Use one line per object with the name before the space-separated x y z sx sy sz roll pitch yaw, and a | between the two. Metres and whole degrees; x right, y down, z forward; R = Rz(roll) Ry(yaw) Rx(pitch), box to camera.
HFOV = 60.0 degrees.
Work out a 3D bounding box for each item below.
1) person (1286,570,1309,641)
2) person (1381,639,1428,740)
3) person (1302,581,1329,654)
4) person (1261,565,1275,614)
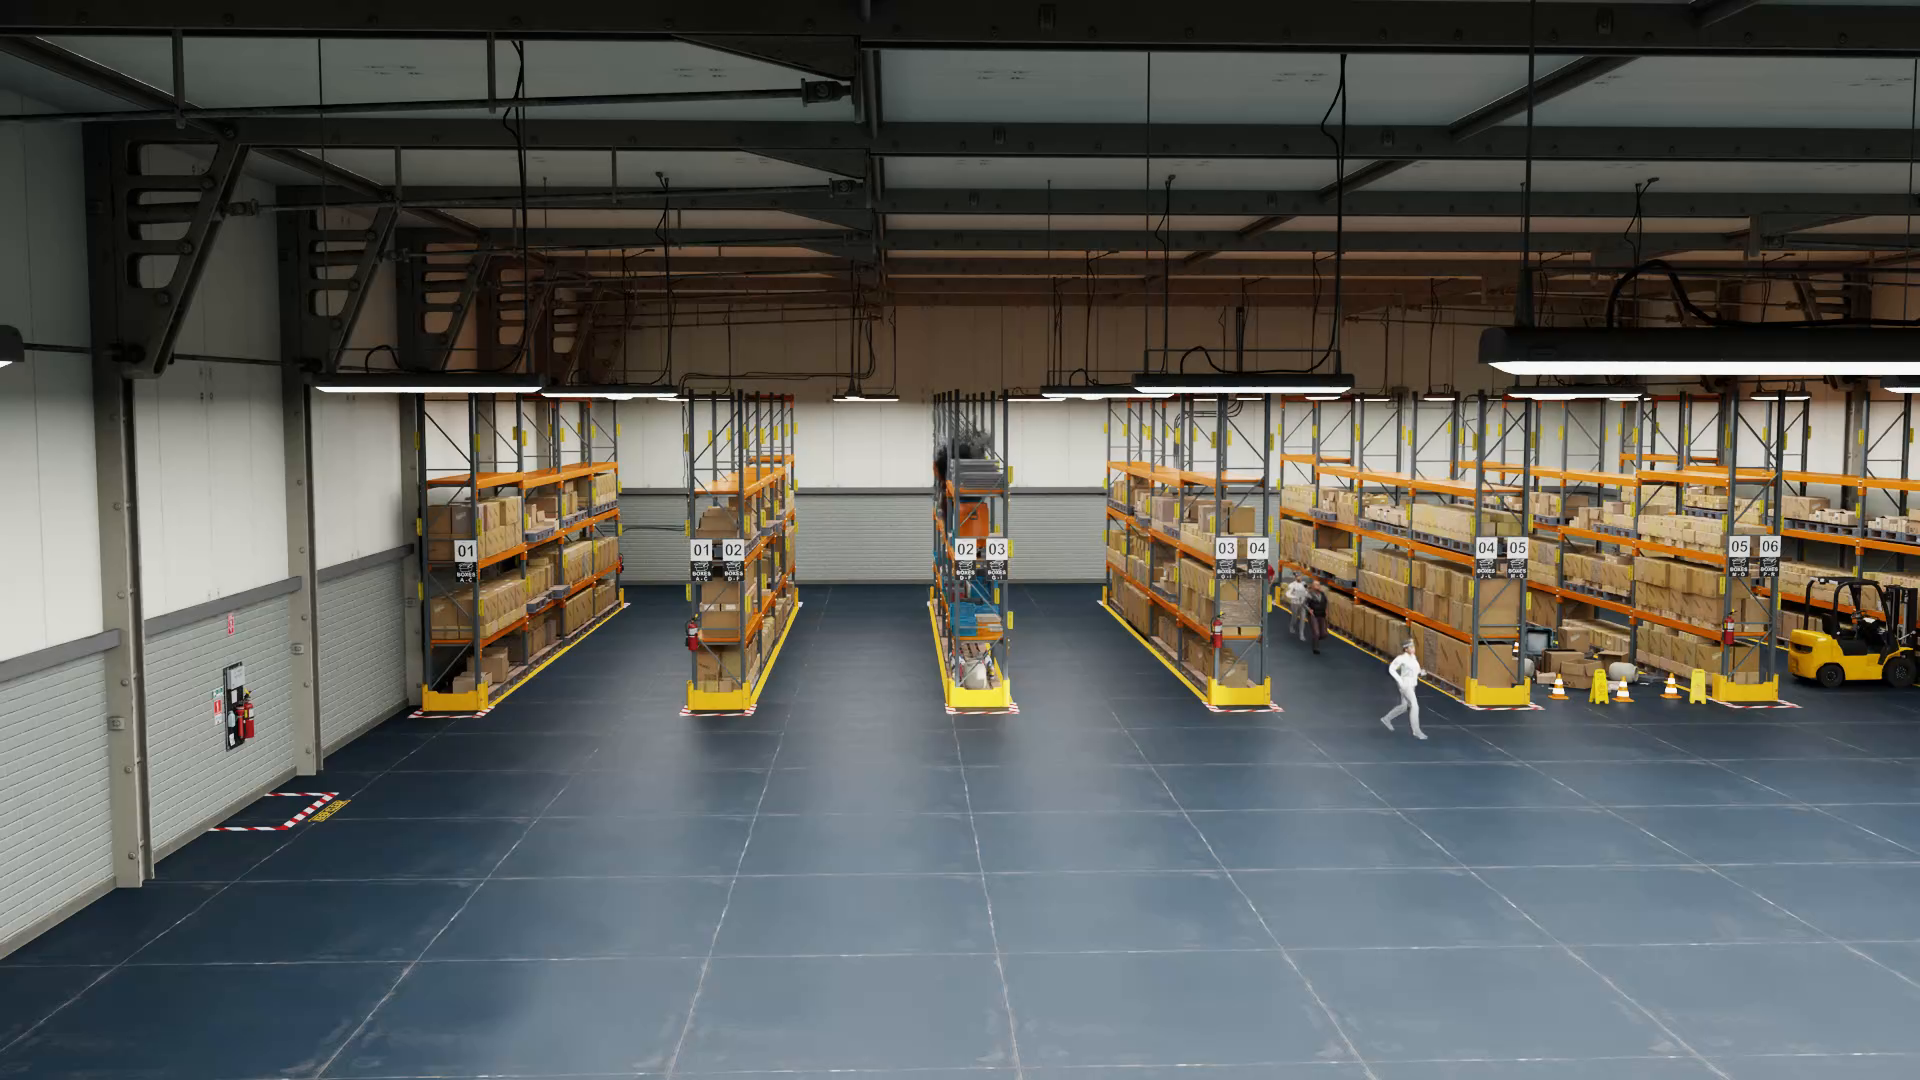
person | 8.243 1.573 40.500 0.616 1.692 0.901 -1 5 -8
person | 7.695 2.539 28.692 0.869 1.717 0.598 4 6 39
person | 8.177 1.774 38.178 0.657 1.671 0.612 -1 5 -11
person | 8.086 1.278 44.367 0.655 1.695 0.652 0 5 1
